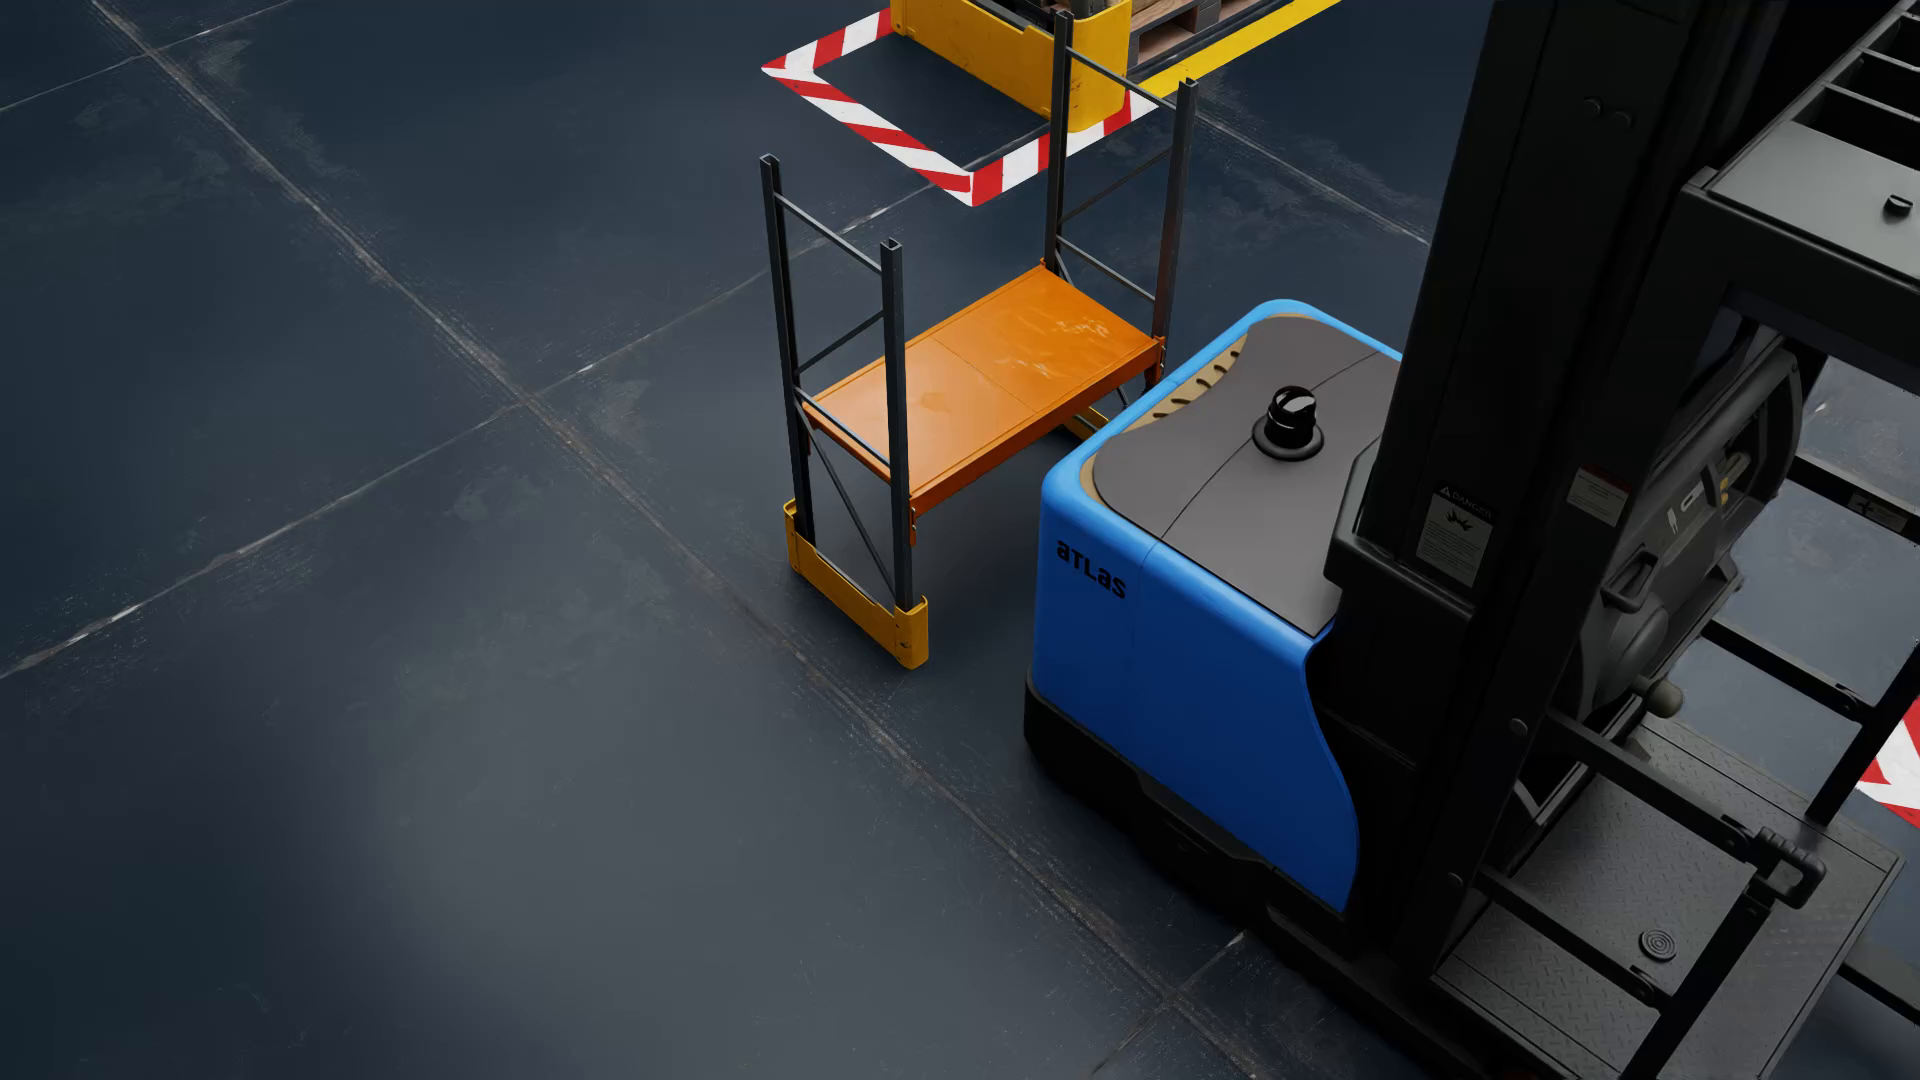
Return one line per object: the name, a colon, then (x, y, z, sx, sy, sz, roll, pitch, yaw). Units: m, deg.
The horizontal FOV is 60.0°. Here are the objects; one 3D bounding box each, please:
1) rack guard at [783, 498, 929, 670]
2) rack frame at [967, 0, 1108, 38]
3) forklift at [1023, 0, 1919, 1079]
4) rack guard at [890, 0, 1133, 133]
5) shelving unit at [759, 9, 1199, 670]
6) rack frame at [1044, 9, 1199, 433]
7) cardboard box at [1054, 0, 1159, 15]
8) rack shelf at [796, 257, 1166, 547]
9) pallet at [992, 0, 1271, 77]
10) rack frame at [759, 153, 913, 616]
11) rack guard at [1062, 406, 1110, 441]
rack guard: (-0.312, 0.124, 4.966, 0.087, 0.250, 0.587, -34, 56, -27)
rack frame: (0.206, -3.071, 6.043, 0.127, 3.000, 1.000, -34, 56, -27)
forklift: (1.597, 0.070, 3.191, 3.031, 2.935, 1.130, 35, 56, 28)
rack guard: (0.188, -2.212, 6.951, 0.348, 0.500, 1.175, -34, 56, -27)
shelving unit: (0.056, -0.546, 4.734, 1.083, 1.500, 0.587, -34, 56, -27)
rack frame: (0.439, -0.802, 4.970, 0.032, 1.500, 0.500, -34, 56, -27)
cardboard box: (0.627, -2.726, 7.182, 0.875, 0.438, 0.875, -36, 57, -28)
rack shelf: (0.063, -0.429, 4.870, 1.000, 0.185, 0.538, -34, 56, -27)
pallet: (0.745, -2.564, 7.472, 1.213, 0.211, 1.003, -34, 56, -27)
rack frame: (-0.313, -0.299, 4.506, 0.032, 1.500, 0.500, -34, 56, -27)
rack guard: (0.425, -0.369, 5.420, 0.087, 0.250, 0.587, -34, 56, -27)
